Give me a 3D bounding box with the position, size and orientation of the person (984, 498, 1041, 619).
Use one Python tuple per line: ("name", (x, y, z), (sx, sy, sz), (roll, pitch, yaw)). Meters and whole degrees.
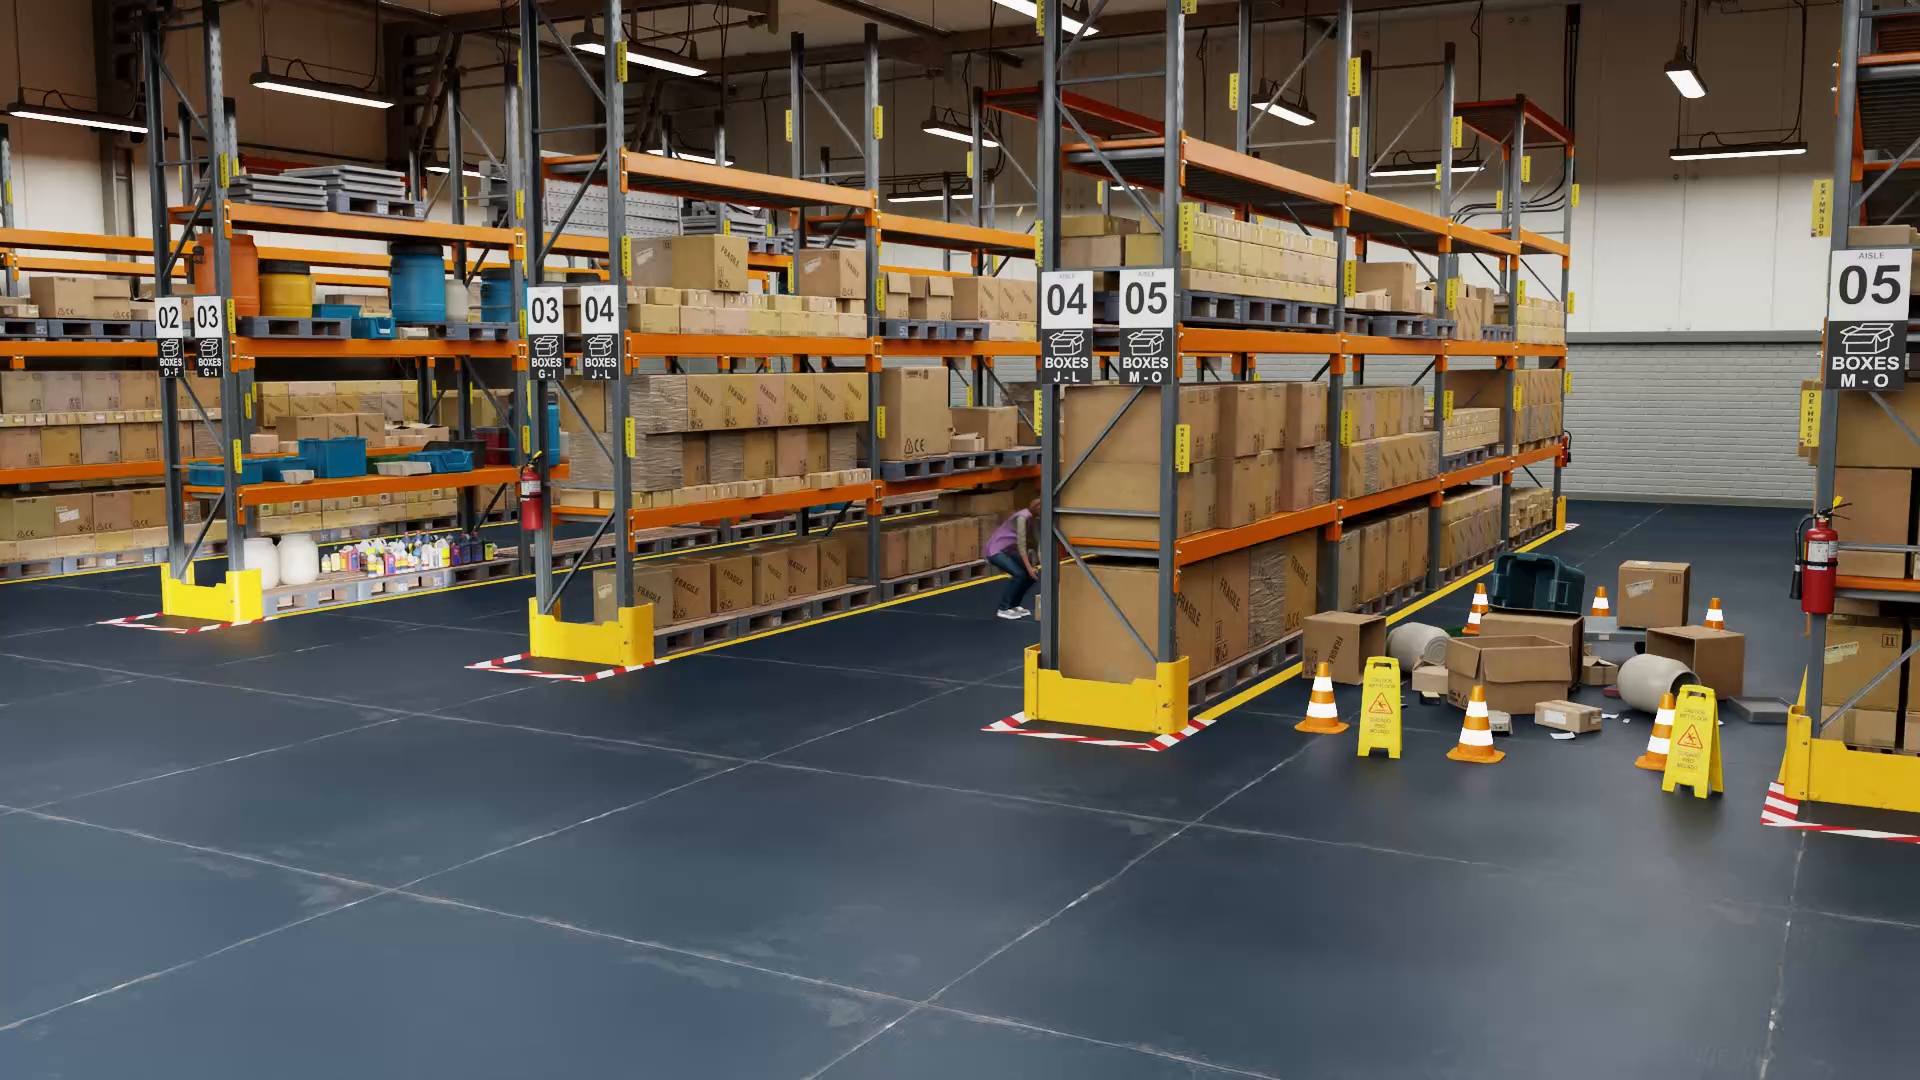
("person", (0.594, 0.173, 16.776), (0.701, 1.214, 0.461), (3, 7, 29))
